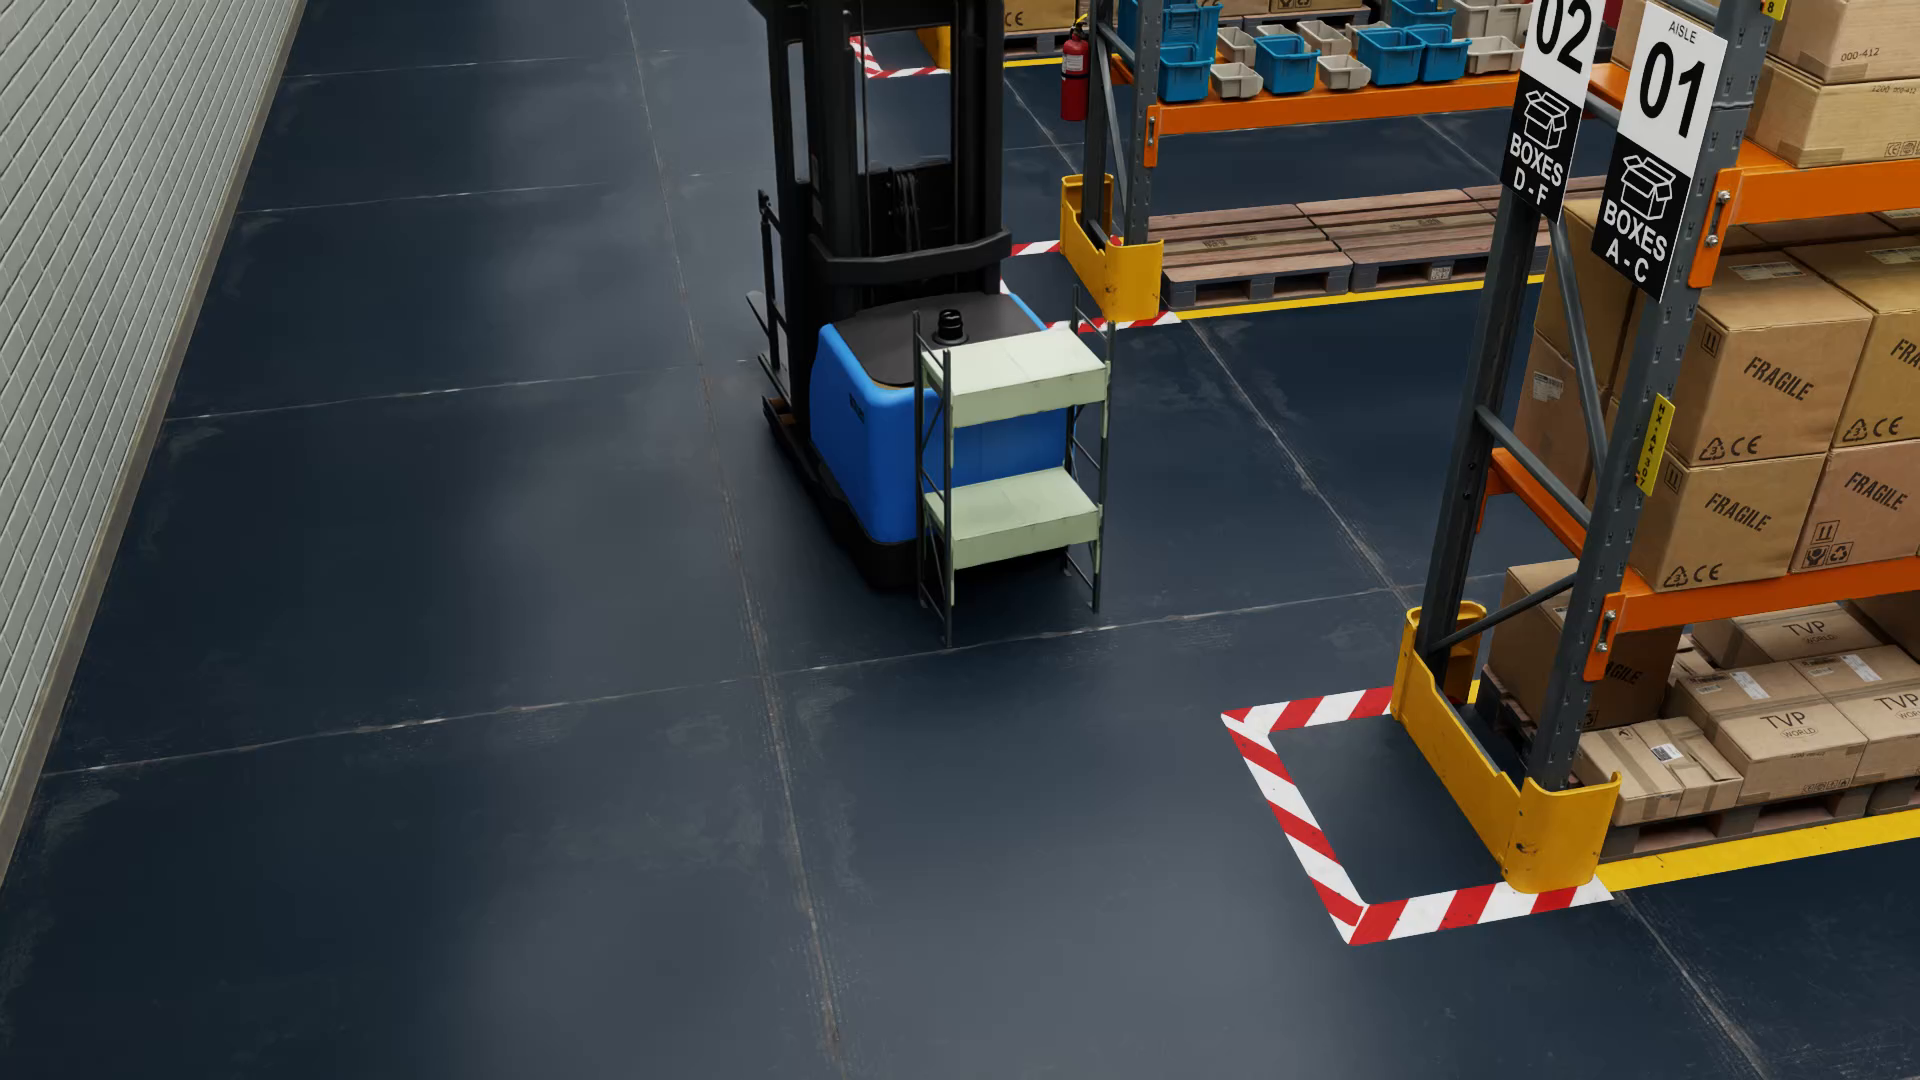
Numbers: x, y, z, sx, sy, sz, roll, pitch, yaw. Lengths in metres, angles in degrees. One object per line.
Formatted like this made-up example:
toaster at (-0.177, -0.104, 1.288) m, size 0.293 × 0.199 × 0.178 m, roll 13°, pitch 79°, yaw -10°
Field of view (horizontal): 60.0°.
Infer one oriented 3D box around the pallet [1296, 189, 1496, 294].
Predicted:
pallet at (2.971, -1.997, 11.036) m, size 1.213 × 0.211 × 1.003 m, roll -7°, pitch 35°, yaw -11°

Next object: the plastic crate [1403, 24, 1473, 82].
plastic crate at (2.861, -2.932, 10.024) m, size 0.300 × 0.233 × 0.416 m, roll -7°, pitch 35°, yaw -11°

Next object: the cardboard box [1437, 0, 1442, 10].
cardboard box at (4.399, -5.492, 15.272) m, size 0.875 × 0.875 × 1.225 m, roll -7°, pitch 35°, yaw -10°

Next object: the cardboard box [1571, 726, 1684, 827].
cardboard box at (2.544, 0.902, 6.377) m, size 0.250 × 0.149 × 0.380 m, roll -7°, pitch 35°, yaw -11°

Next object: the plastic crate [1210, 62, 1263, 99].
plastic crate at (1.615, -2.688, 9.746) m, size 0.298 × 0.136 × 0.250 m, roll -7°, pitch 35°, yaw -11°

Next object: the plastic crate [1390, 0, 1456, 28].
plastic crate at (2.917, -3.274, 10.533) m, size 0.300 × 0.233 × 0.416 m, roll -7°, pitch 35°, yaw -11°

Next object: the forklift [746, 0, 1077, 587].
forklift at (-0.441, -1.812, 8.320) m, size 1.130 × 2.935 × 3.031 m, roll -12°, pitch 36°, yaw -17°

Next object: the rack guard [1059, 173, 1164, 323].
rack guard at (0.950, -1.879, 10.601) m, size 0.348 × 0.500 × 1.175 m, roll -7°, pitch 35°, yaw -11°

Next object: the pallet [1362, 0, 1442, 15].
pallet at (4.515, -5.088, 15.643) m, size 1.213 × 0.211 × 1.003 m, roll -7°, pitch 35°, yaw -11°

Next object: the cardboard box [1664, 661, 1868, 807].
cardboard box at (3.140, 0.751, 6.512) m, size 0.500 × 0.250 × 0.500 m, roll -7°, pitch 35°, yaw -11°

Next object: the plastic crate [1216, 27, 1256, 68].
plastic crate at (1.726, -3.041, 10.272) m, size 0.243 × 0.136 × 0.396 m, roll -7°, pitch 35°, yaw -11°

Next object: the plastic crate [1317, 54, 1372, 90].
plastic crate at (2.276, -2.771, 9.870) m, size 0.298 × 0.136 × 0.250 m, roll -7°, pitch 35°, yaw -11°

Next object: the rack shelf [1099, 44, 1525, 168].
rack shelf at (2.921, -2.874, 10.486) m, size 4.000 × 0.370 × 1.077 m, roll -7°, pitch 35°, yaw -11°

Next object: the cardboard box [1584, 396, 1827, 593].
cardboard box at (2.550, -0.187, 5.747) m, size 0.500 × 0.500 × 0.500 m, roll -6°, pitch 34°, yaw -10°

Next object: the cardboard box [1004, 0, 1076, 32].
cardboard box at (0.484, -5.033, 14.588) m, size 0.875 × 0.875 × 0.875 m, roll -7°, pitch 35°, yaw -11°

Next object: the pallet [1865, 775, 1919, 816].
pallet at (4.098, 0.668, 7.065) m, size 1.213 × 0.211 × 1.003 m, roll -7°, pitch 35°, yaw -11°

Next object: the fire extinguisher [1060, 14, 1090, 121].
fire extinguisher at (0.723, -2.968, 10.385) m, size 0.183 × 0.674 × 0.296 m, roll -7°, pitch 35°, yaw -11°

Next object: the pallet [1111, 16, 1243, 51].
pallet at (1.828, -4.749, 15.138) m, size 1.213 × 0.211 × 1.003 m, roll -7°, pitch 35°, yaw -11°

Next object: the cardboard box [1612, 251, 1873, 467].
cardboard box at (2.550, -0.602, 5.468) m, size 0.500 × 0.500 × 0.500 m, roll -6°, pitch 34°, yaw -9°

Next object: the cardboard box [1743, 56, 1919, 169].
cardboard box at (2.617, -1.342, 5.001) m, size 0.500 × 0.250 × 0.500 m, roll -7°, pitch 35°, yaw -11°

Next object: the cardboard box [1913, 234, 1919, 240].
cardboard box at (3.548, -0.729, 5.658) m, size 0.500 × 0.500 × 0.500 m, roll -7°, pitch 34°, yaw -10°

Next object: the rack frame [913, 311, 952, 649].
rack frame at (-0.118, -0.237, 7.256) m, size 0.023 × 1.500 × 0.400 m, roll -12°, pitch 36°, yaw -17°

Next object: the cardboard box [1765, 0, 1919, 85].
cardboard box at (2.618, -1.546, 4.857) m, size 0.500 × 0.250 × 0.500 m, roll -7°, pitch 35°, yaw -11°

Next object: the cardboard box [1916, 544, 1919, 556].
cardboard box at (3.543, -0.313, 5.935) m, size 0.500 × 0.500 × 0.500 m, roll -7°, pitch 35°, yaw -11°

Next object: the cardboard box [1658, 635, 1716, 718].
cardboard box at (2.950, 0.558, 6.874) m, size 0.250 × 0.166 × 0.380 m, roll -7°, pitch 35°, yaw -11°

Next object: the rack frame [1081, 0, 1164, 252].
rack frame at (0.970, -2.927, 9.919) m, size 0.127 × 3.000 × 1.000 m, roll -7°, pitch 35°, yaw -11°

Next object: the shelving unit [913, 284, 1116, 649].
shelving unit at (0.224, -0.309, 7.364) m, size 0.755 × 1.500 × 0.431 m, roll -12°, pitch 36°, yaw -17°

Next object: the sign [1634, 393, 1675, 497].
sign at (2.179, -0.299, 5.226) m, size 0.005 × 0.325 × 0.100 m, roll -7°, pitch 35°, yaw -11°

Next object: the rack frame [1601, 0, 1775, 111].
rack frame at (2.059, -2.725, 4.235) m, size 0.127 × 3.000 × 1.000 m, roll -7°, pitch 35°, yaw -11°

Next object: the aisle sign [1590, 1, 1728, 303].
aisle sign at (2.058, -1.145, 4.932) m, size 0.004 × 0.787 × 0.394 m, roll -7°, pitch 35°, yaw -11°

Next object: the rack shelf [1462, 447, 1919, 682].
rack shelf at (4.010, -0.181, 6.474) m, size 4.000 × 0.370 × 1.077 m, roll -7°, pitch 35°, yaw -11°

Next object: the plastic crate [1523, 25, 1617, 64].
plastic crate at (3.839, -3.045, 10.289) m, size 0.590 × 0.125 × 0.437 m, roll -7°, pitch 35°, yaw -11°

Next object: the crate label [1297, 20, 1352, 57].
crate label at (2.278, -3.116, 10.384) m, size 0.243 × 0.136 × 0.396 m, roll -7°, pitch 35°, yaw -11°

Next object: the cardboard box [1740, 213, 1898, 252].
cardboard box at (2.925, -0.957, 5.998) m, size 0.500 × 0.500 × 0.500 m, roll -6°, pitch 34°, yaw -9°

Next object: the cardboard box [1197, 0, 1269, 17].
cardboard box at (2.240, -5.254, 14.917) m, size 0.875 × 0.875 × 0.875 m, roll -7°, pitch 35°, yaw -11°

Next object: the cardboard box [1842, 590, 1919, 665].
cardboard box at (4.129, 0.362, 6.864) m, size 0.637 × 0.503 × 0.797 m, roll -7°, pitch 35°, yaw -11°

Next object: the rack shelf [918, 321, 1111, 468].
rack shelf at (0.224, -0.633, 7.146) m, size 0.720 × 0.370 × 0.431 m, roll -12°, pitch 36°, yaw -17°

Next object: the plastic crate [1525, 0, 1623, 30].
plastic crate at (3.946, -3.496, 10.657) m, size 0.583 × 0.464 × 0.402 m, roll -7°, pitch 35°, yaw -11°
